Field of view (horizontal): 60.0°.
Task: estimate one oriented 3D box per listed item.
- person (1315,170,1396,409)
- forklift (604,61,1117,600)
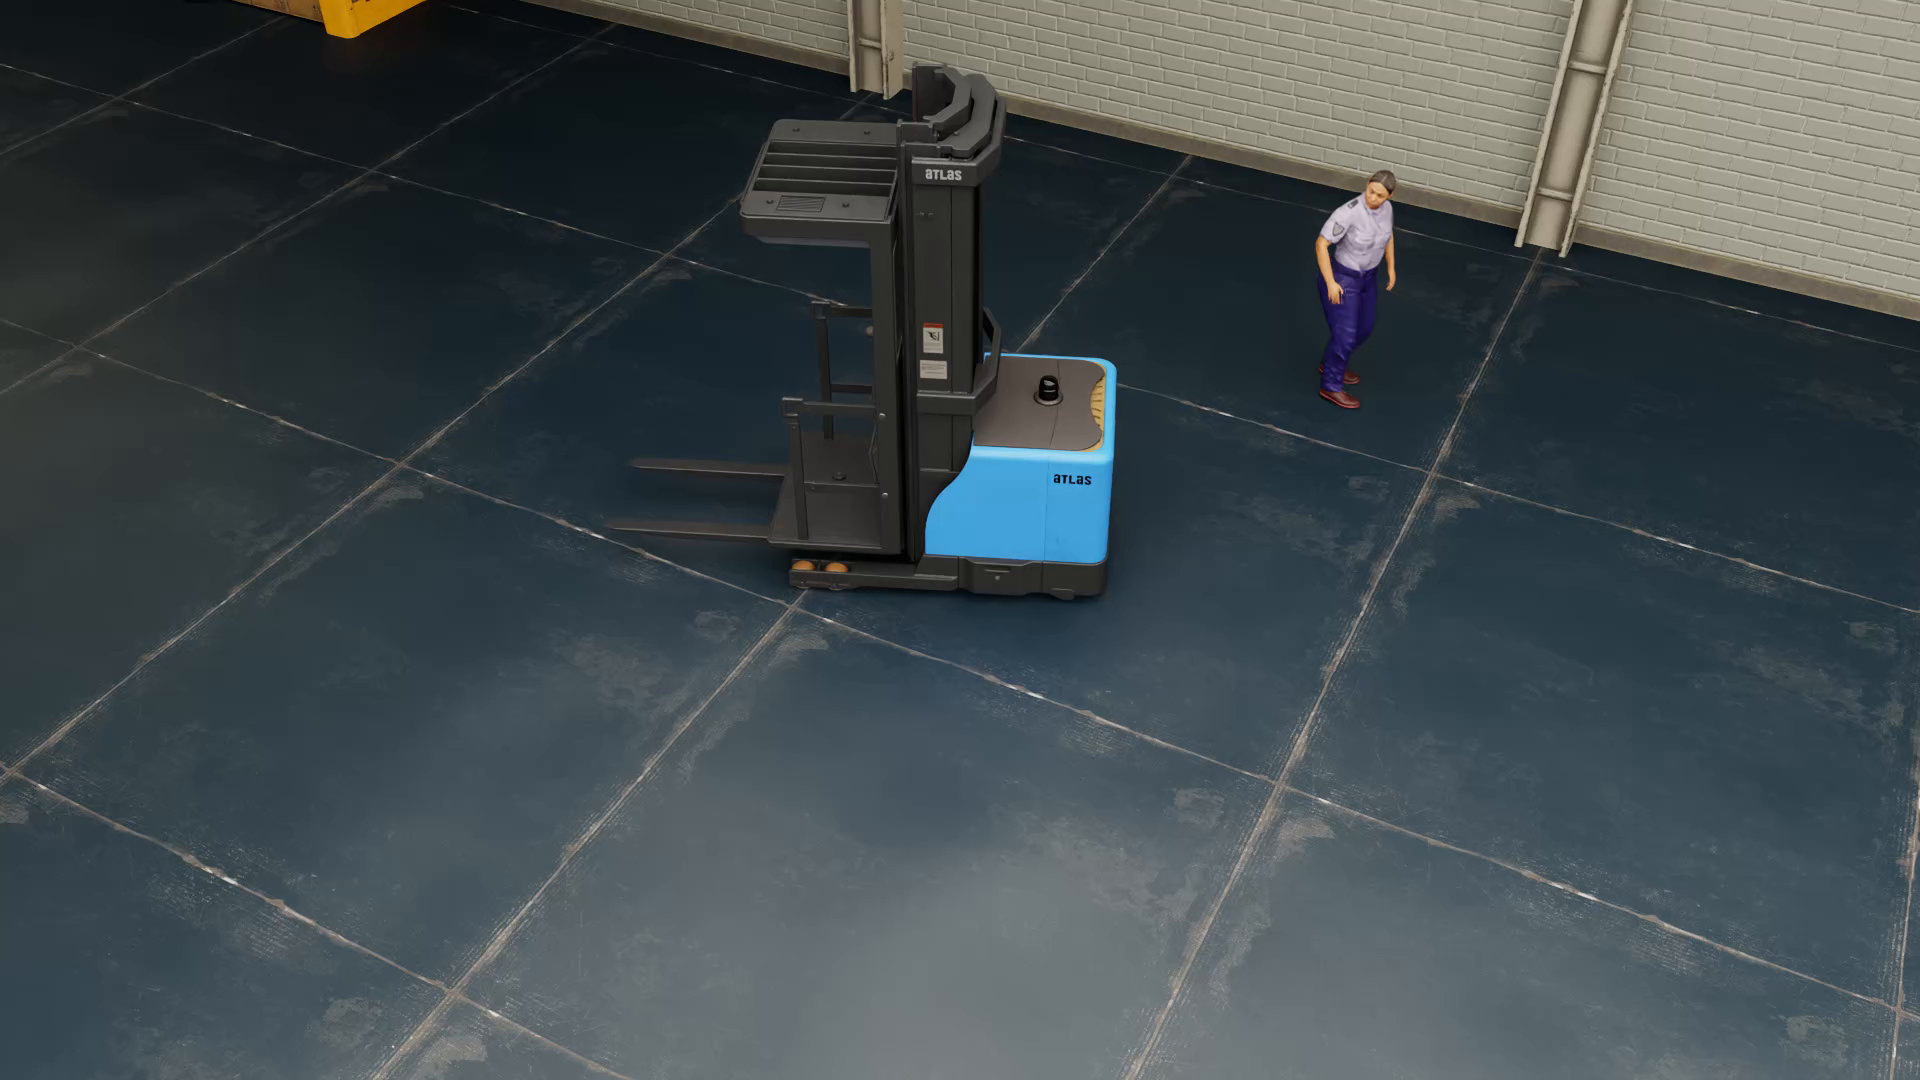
[{"bbox_3d":[2.661,-1.691,11.011,0.663,1.629,0.485,-31,49,-32],"label":"person"},{"bbox_3d":[-0.606,-1.157,9.360,3.031,2.935,1.130,3,40,4],"label":"forklift"}]
